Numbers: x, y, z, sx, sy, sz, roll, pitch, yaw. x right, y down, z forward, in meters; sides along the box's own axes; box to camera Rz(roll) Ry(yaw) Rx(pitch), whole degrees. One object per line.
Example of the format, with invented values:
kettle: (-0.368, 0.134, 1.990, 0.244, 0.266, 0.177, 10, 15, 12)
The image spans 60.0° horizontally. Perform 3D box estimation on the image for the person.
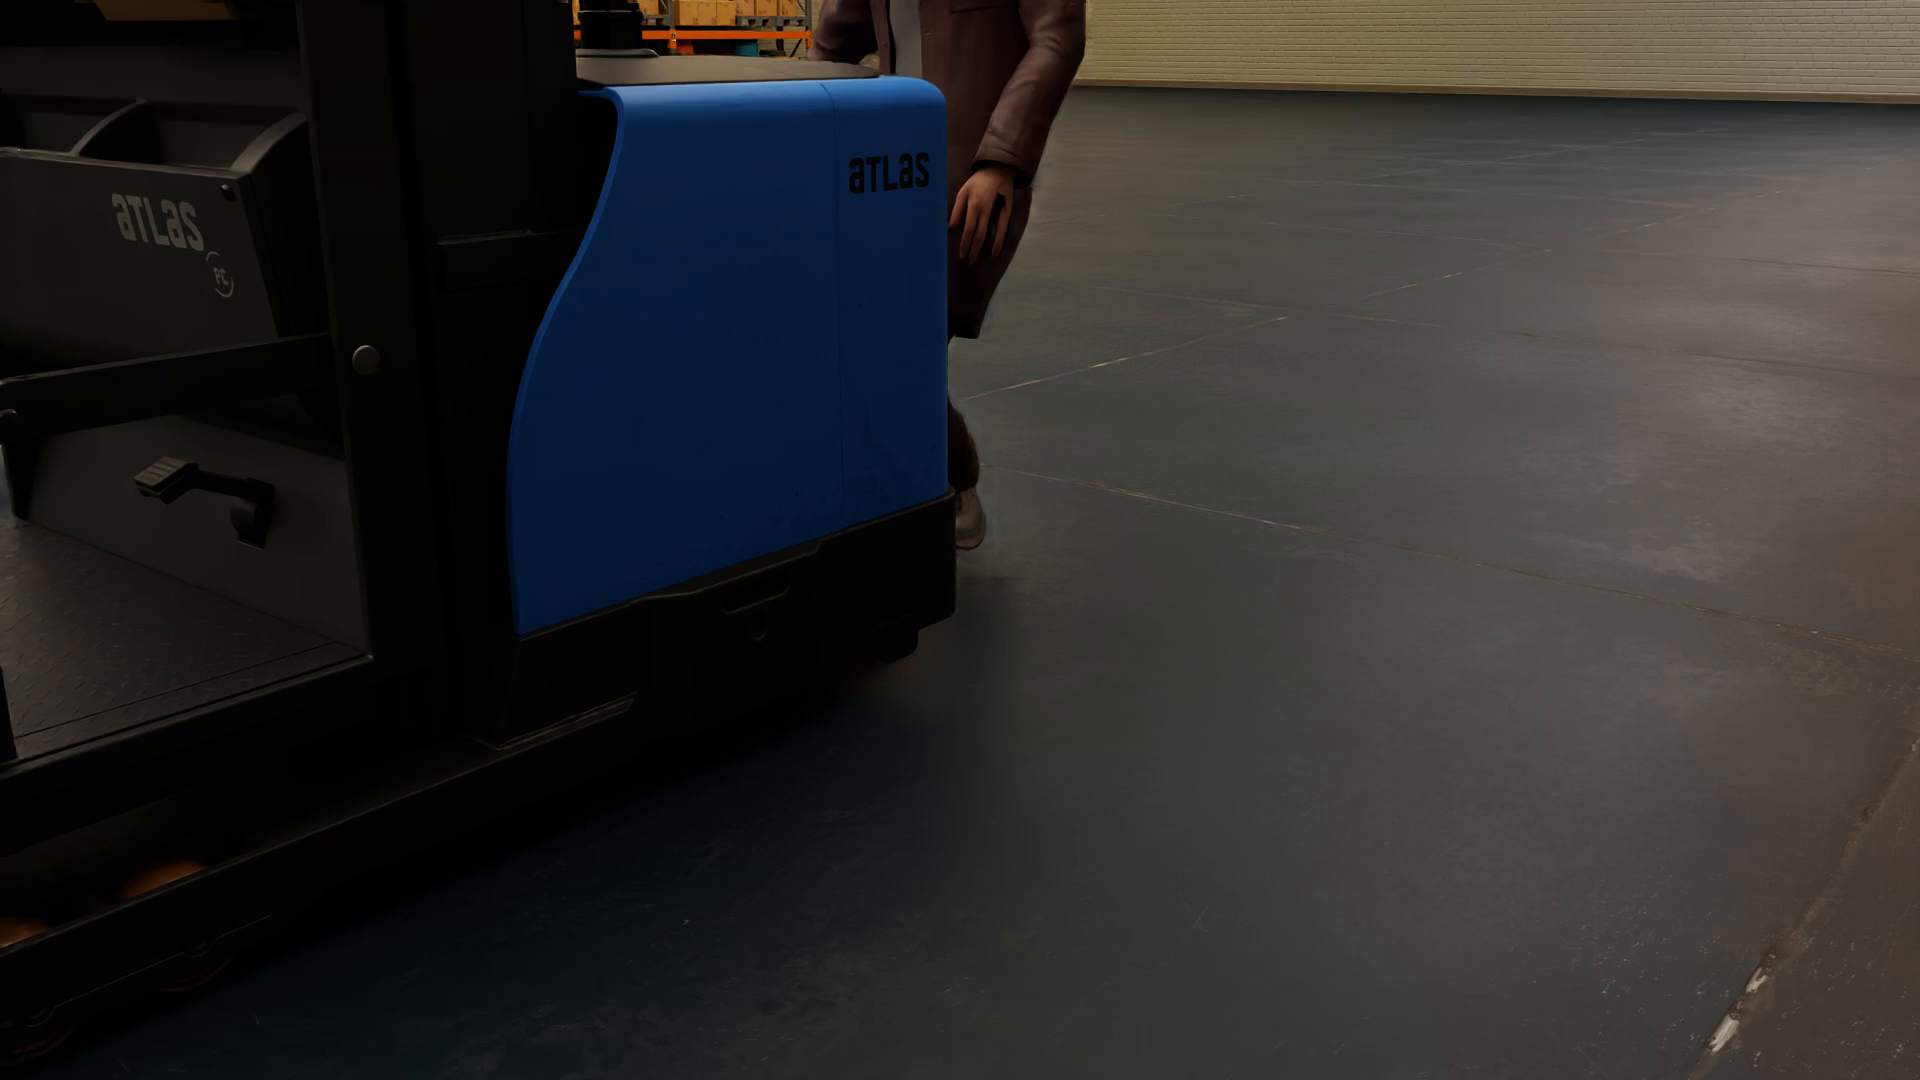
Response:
person: (-0.215, -0.698, 3.329, 0.752, 1.693, 0.771, -13, 21, -36)

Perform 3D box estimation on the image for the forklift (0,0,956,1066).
forklift: (-1.320, -0.956, 2.044, 1.130, 2.935, 3.031, 13, 21, 37)
